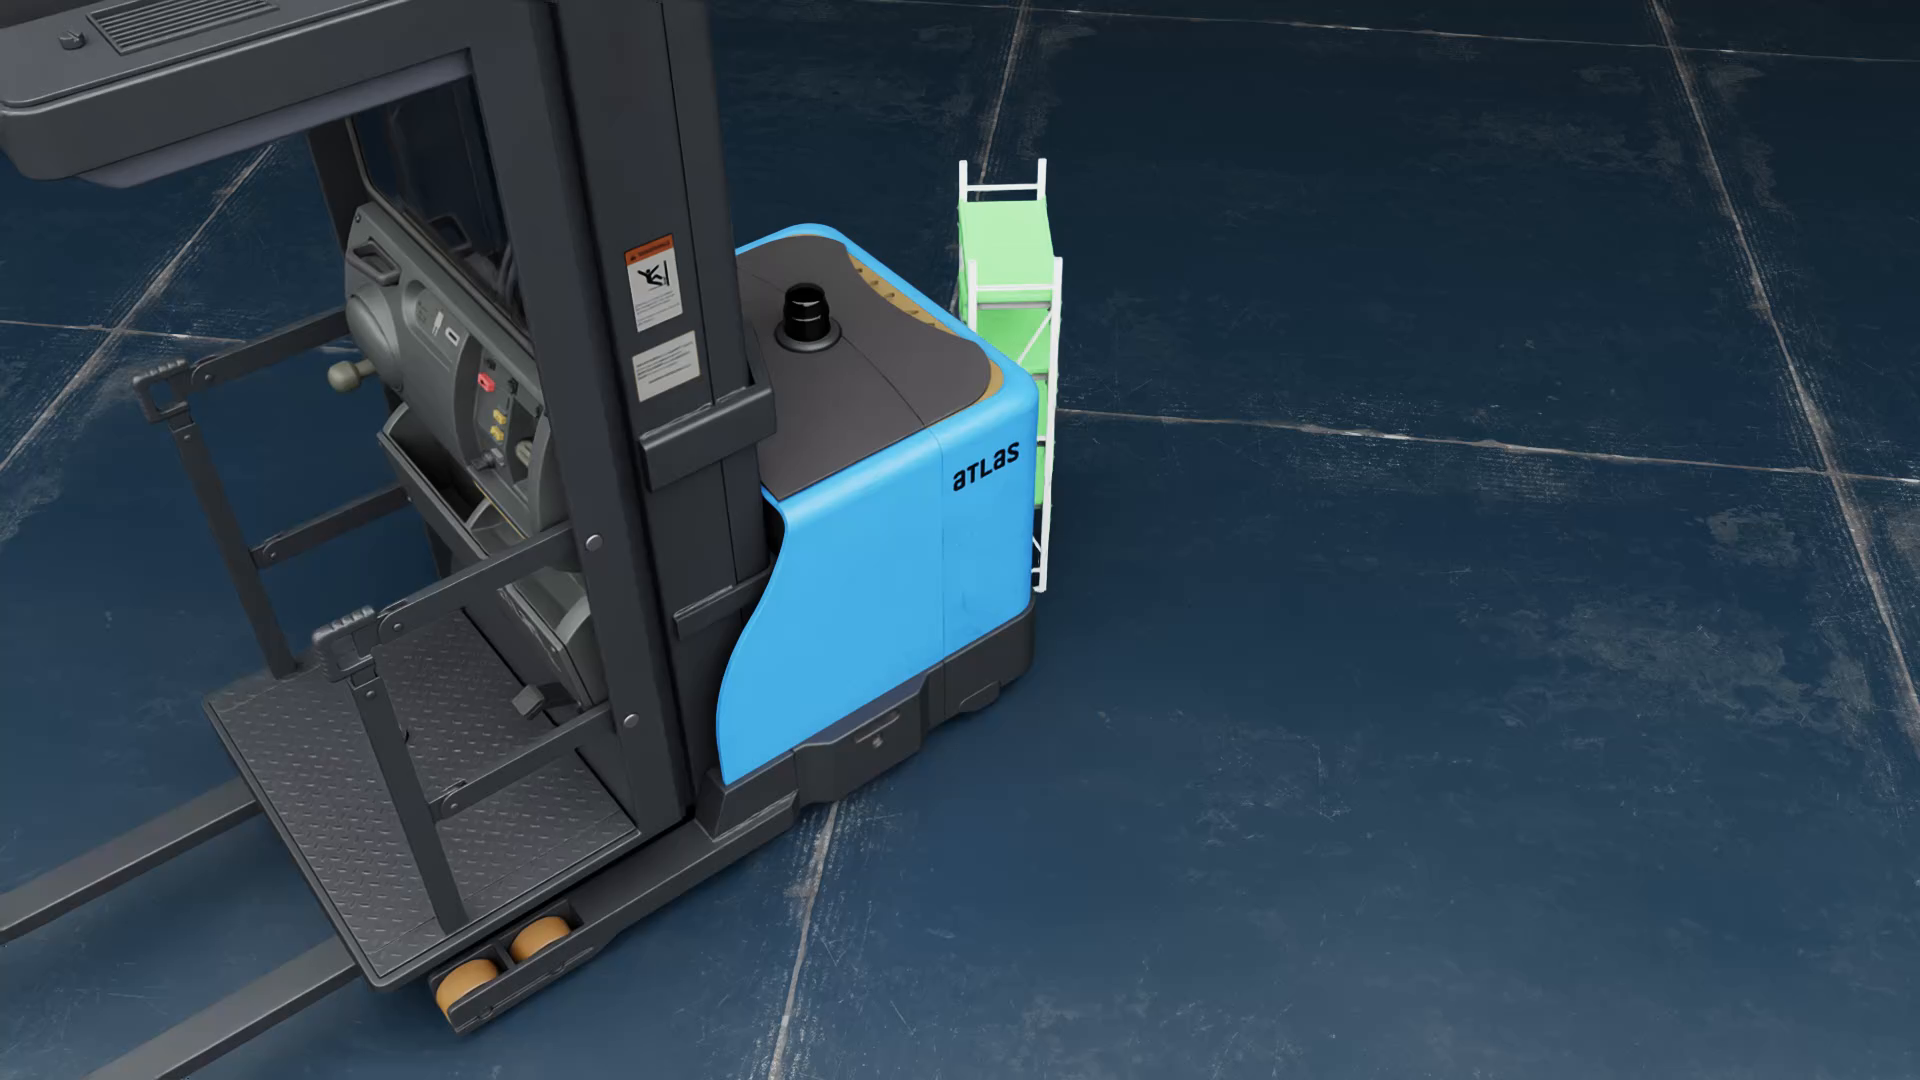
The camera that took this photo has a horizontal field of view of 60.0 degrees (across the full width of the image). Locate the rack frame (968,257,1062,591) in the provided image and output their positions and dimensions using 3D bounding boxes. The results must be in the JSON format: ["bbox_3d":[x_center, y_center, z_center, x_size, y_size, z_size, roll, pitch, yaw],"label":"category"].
[{"bbox_3d":[0.142,-0.282,4.675,0.240,1.200,0.015,-2,43,-2],"label":"rack frame"}]

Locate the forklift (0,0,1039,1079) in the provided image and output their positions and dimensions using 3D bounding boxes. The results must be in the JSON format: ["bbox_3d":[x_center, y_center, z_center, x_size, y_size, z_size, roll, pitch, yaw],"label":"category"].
[{"bbox_3d":[-1.257,-0.305,3.440,3.031,2.935,1.130,-29,50,-27],"label":"forklift"}]

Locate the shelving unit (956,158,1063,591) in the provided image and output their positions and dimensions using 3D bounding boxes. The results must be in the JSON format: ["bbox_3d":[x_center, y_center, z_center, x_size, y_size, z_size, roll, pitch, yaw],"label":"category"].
[{"bbox_3d":[0.131,-0.449,4.852,0.258,1.200,0.503,-2,43,-2],"label":"shelving unit"}]

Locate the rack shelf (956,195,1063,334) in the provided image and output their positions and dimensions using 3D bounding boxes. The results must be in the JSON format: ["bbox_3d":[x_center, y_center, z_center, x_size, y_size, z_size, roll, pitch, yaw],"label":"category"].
[{"bbox_3d":[0.131,-0.751,4.566,0.258,0.148,0.480,-2,43,-2],"label":"rack shelf"}]

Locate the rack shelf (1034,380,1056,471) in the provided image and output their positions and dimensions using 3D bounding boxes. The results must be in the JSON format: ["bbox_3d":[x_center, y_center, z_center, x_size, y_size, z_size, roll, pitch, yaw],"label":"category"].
[{"bbox_3d":[0.131,-0.403,4.896,0.258,0.148,0.480,-2,43,-2],"label":"rack shelf"}]

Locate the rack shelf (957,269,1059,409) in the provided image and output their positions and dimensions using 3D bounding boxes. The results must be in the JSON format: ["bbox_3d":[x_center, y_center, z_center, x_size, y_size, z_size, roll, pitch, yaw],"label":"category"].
[{"bbox_3d":[0.131,-0.577,4.731,0.258,0.148,0.480,-2,43,-2],"label":"rack shelf"}]

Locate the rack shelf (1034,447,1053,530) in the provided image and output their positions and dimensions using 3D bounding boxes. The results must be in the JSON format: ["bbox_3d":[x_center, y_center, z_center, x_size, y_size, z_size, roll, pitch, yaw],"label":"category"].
[{"bbox_3d":[0.131,-0.228,5.061,0.258,0.148,0.480,-2,43,-2],"label":"rack shelf"}]

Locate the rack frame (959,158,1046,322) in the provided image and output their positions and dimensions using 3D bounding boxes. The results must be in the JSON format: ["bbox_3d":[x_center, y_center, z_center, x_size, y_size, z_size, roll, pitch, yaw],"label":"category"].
[{"bbox_3d":[0.119,-0.617,5.029,0.240,1.200,0.015,-2,43,-2],"label":"rack frame"}]
